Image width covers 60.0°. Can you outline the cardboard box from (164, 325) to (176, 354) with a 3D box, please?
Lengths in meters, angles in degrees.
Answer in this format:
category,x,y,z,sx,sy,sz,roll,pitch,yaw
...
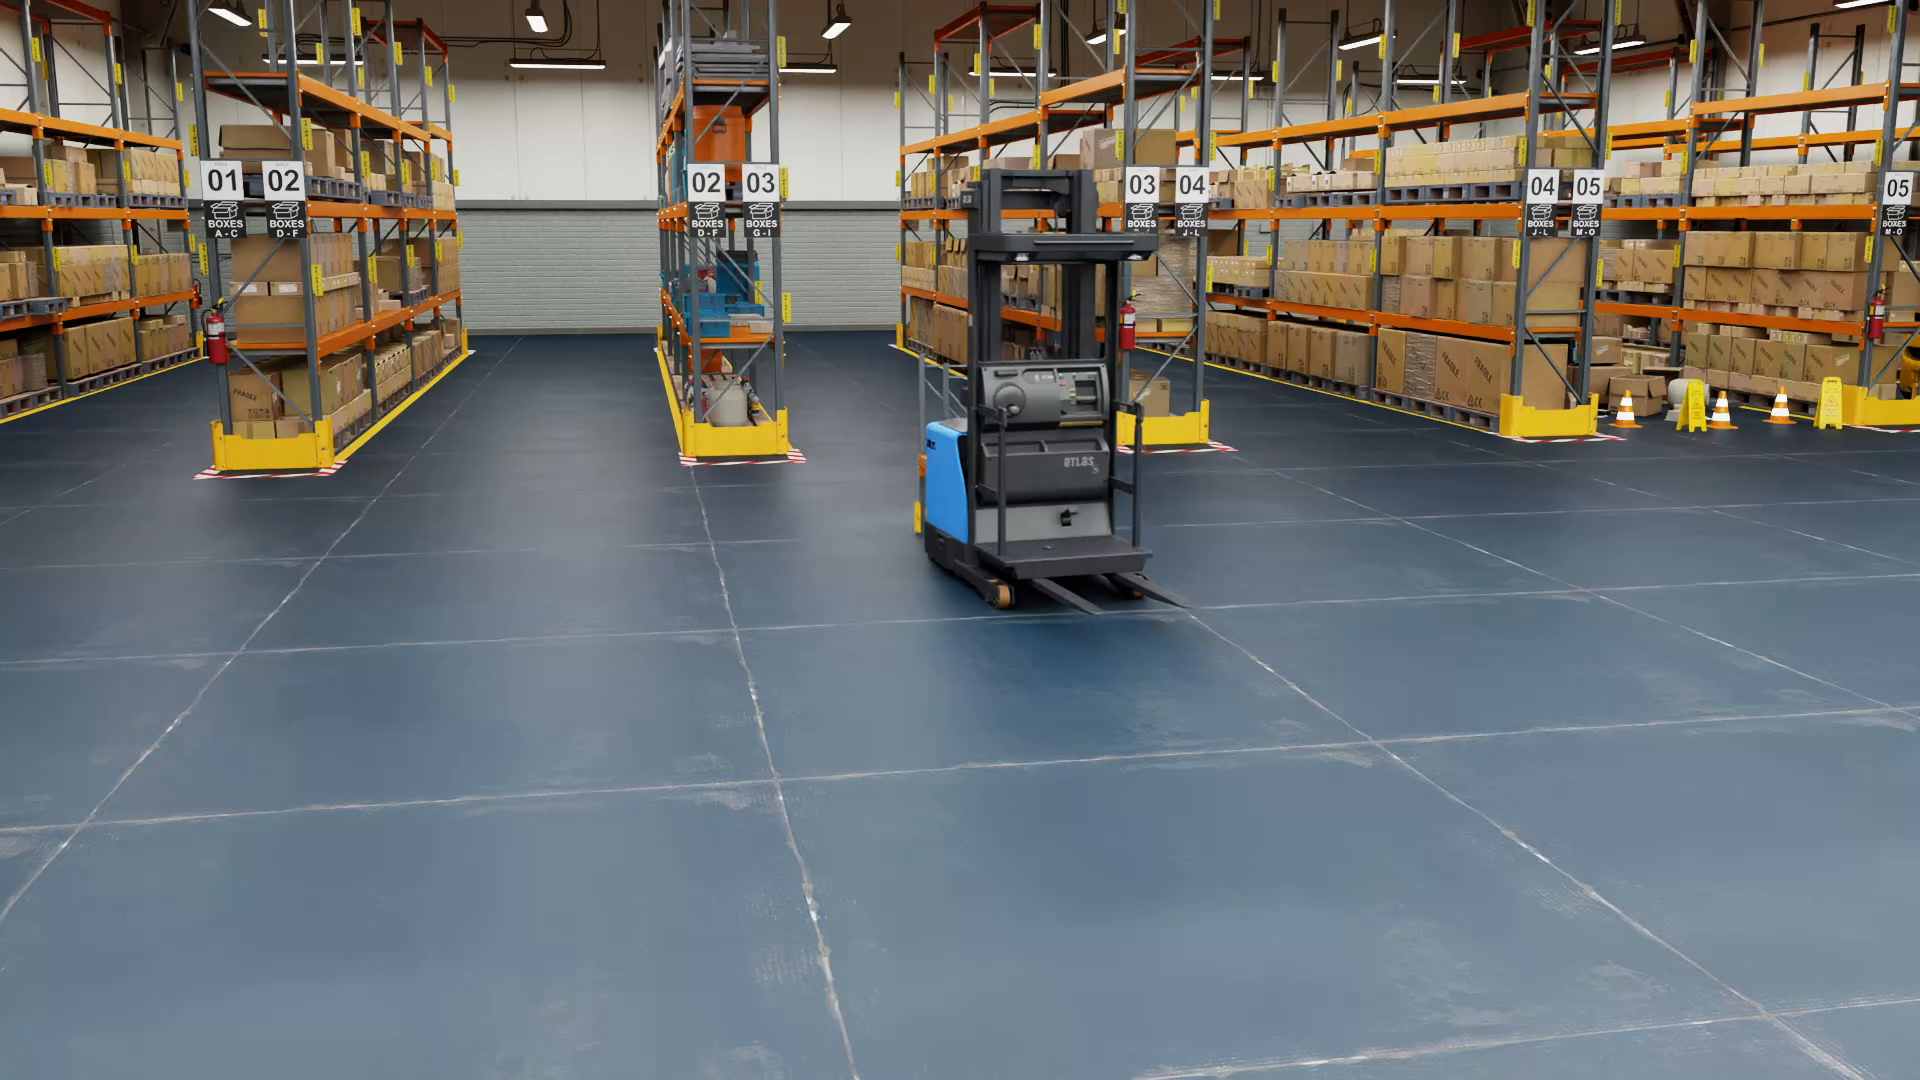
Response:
category,x,y,z,sx,sy,sz,roll,pitch,yaw
cardboard box,-14.884,-3.687,30.610,0.700,0.500,0.500,-2,11,-13

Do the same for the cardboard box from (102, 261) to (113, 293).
category,x,y,z,sx,sy,sz,roll,pitch,yaw
cardboard box,-14.000,-4.228,26.772,0.500,0.500,0.500,-2,11,-11

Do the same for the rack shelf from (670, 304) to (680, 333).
category,x,y,z,sx,sy,sz,roll,pitch,yaw
rack shelf,-3.651,-3.191,24.361,1.077,0.370,4.000,-2,11,-11

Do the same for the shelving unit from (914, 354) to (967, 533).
category,x,y,z,sx,sy,sz,roll,pitch,yaw
shelving unit,0.007,-0.726,13.499,0.587,1.500,1.083,-2,11,-12

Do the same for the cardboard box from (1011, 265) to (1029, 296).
category,x,y,z,sx,sy,sz,roll,pitch,yaw
cardboard box,1.169,-3.929,24.917,0.797,0.503,0.637,-1,11,-5

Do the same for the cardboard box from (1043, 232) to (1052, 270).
category,x,y,z,sx,sy,sz,roll,pitch,yaw
cardboard box,1.435,-3.952,22.700,0.500,0.500,0.500,-2,11,-11

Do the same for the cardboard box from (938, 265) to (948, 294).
category,x,y,z,sx,sy,sz,roll,pitch,yaw
cardboard box,-0.115,-4.780,30.522,0.500,0.500,0.500,-2,11,-11

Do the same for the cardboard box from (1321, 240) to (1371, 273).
category,x,y,z,sx,sy,sz,roll,pitch,yaw
cardboard box,6.082,-4.430,26.007,0.700,0.500,0.500,-2,11,-12

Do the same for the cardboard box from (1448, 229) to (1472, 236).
category,x,y,z,sx,sy,sz,roll,pitch,yaw
cardboard box,9.954,-6.111,33.106,0.380,0.149,0.250,-2,11,-12

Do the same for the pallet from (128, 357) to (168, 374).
category,x,y,z,sx,sy,sz,roll,pitch,yaw
pallet,-14.607,-3.057,29.191,1.003,0.211,1.213,-2,11,-11

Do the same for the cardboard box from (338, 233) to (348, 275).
category,x,y,z,sx,sy,sz,roll,pitch,yaw
cardboard box,-7.929,-3.510,20.380,0.700,0.500,0.500,-2,11,-11

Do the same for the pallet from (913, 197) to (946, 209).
category,x,y,z,sx,sy,sz,roll,pitch,yaw
pallet,-0.342,-6.628,32.713,1.003,0.211,1.213,-2,11,-11

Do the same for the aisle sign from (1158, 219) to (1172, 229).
category,x,y,z,sx,sy,sz,roll,pitch,yaw
aisle sign,4.428,-7.021,35.611,0.394,0.787,0.004,-2,11,-11

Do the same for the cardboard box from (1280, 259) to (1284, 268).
category,x,y,z,sx,sy,sz,roll,pitch,yaw
cardboard box,5.749,-4.769,28.687,0.380,0.149,0.250,-2,11,-13

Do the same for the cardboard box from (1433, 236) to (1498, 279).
category,x,y,z,sx,sy,sz,roll,pitch,yaw
cardboard box,6.821,-3.757,22.123,0.875,0.550,0.500,-2,11,-11

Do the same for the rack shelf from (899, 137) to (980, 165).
category,x,y,z,sx,sy,sz,roll,pitch,yaw
rack shelf,-0.348,-7.589,32.493,1.077,0.370,4.000,-2,11,-11

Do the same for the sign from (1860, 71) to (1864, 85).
category,x,y,z,sx,sy,sz,roll,pitch,yaw
sign,15.951,-8.137,29.459,0.100,0.325,0.005,-2,11,-11

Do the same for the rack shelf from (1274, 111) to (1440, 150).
category,x,y,z,sx,sy,sz,roll,pitch,yaw
rack shelf,6.092,-6.283,25.634,1.077,0.370,4.000,-2,11,-11

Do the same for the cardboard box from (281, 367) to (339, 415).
category,x,y,z,sx,sy,sz,roll,pitch,yaw
cardboard box,-7.329,-1.686,18.758,0.500,0.500,0.500,-2,11,-11

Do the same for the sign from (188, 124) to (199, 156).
category,x,y,z,sx,sy,sz,roll,pitch,yaw
sign,-7.878,-4.117,17.124,0.100,0.325,0.005,-2,11,-11

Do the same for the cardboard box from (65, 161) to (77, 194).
category,x,y,z,sx,sy,sz,roll,pitch,yaw
cardboard box,-14.266,-5.664,25.964,0.700,0.500,0.500,-2,11,-11

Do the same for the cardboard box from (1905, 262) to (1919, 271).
category,x,y,z,sx,sy,sz,roll,pitch,yaw
cardboard box,15.656,-4.458,27.095,0.380,0.149,0.250,-2,11,-13

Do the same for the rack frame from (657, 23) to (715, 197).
category,x,y,z,sx,sy,sz,roll,pitch,yaw
rack frame,-4.818,-7.592,29.515,1.000,3.000,0.127,-2,11,-11

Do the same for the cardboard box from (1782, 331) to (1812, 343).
category,x,y,z,sx,sy,sz,roll,pitch,yaw
cardboard box,11.501,-2.775,22.745,0.380,0.149,0.250,-2,11,-10

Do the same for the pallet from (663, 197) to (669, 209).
category,x,y,z,sx,sy,sz,roll,pitch,yaw
pallet,-4.570,-5.885,29.076,1.213,0.211,1.003,-2,11,-11

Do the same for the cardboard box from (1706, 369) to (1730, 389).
category,x,y,z,sx,sy,sz,roll,pitch,yaw
cardboard box,11.282,-2.358,24.292,0.500,0.250,0.500,-1,11,-8

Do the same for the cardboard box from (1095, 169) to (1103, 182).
category,x,y,z,sx,sy,sz,roll,pitch,yaw
cardboard box,1.846,-4.402,20.116,0.380,0.149,0.250,-2,11,-11

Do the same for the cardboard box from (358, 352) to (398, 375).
category,x,y,z,sx,sy,sz,roll,pitch,yaw
cardboard box,-8.258,-2.496,23.516,0.500,0.311,0.500,-2,11,-9

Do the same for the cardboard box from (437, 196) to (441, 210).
category,x,y,z,sx,sy,sz,roll,pitch,yaw
cardboard box,-9.622,-6.055,29.865,0.500,0.250,0.500,-2,11,-11

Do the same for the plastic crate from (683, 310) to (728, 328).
category,x,y,z,sx,sy,sz,roll,pitch,yaw
plastic crate,-2.995,-2.571,19.578,0.499,0.251,0.408,-2,11,-11

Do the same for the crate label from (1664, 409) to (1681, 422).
category,x,y,z,sx,sy,sz,roll,pitch,yaw
crate label,9.510,-1.649,21.994,0.250,0.136,0.298,-9,14,-40

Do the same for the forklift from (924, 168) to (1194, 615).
category,x,y,z,sx,sy,sz,roll,pitch,yaw
forklift,0.667,-1.058,11.417,1.130,2.935,3.031,-3,11,-18

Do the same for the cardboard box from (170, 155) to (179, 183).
category,x,y,z,sx,sy,sz,roll,pitch,yaw
cardboard box,-14.904,-6.917,30.999,0.500,0.500,0.500,-2,11,-11

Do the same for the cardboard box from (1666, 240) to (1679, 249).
category,x,y,z,sx,sy,sz,roll,pitch,yaw
cardboard box,11.260,-4.733,26.617,0.380,0.149,0.250,-1,11,-8

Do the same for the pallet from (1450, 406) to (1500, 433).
category,x,y,z,sx,sy,sz,roll,pitch,yaw
pallet,7.027,-1.559,21.325,1.003,0.211,1.213,-2,11,-11

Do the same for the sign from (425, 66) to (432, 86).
category,x,y,z,sx,sy,sz,roll,pitch,yaw
sign,-9.134,-7.970,28.581,0.100,0.325,0.005,-2,11,-11

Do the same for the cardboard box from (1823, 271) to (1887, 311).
category,x,y,z,sx,sy,sz,roll,pitch,yaw
cardboard box,11.719,-3.269,21.785,0.500,0.500,0.500,-2,11,-12

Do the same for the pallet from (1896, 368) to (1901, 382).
category,x,y,z,sx,sy,sz,roll,pitch,yaw
pallet,16.004,-2.663,27.122,1.003,0.211,1.213,-2,11,-11

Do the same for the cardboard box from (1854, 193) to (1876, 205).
category,x,y,z,sx,sy,sz,roll,pitch,yaw
cardboard box,11.751,-4.389,21.386,0.380,0.149,0.250,-2,11,-11

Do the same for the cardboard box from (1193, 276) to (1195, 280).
category,x,y,z,sx,sy,sz,roll,pitch,yaw
cardboard box,4.551,-4.980,31.389,0.380,0.149,0.250,-3,11,-14

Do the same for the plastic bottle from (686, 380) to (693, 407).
category,x,y,z,sx,sy,sz,roll,pitch,yaw
plastic bottle,-3.475,-1.894,21.534,0.144,0.351,0.185,-3,11,-13

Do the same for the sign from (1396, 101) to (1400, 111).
category,x,y,z,sx,sy,sz,roll,pitch,yaw
sign,9.518,-9.381,36.204,0.100,0.325,0.005,-2,11,-11

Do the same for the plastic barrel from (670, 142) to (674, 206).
category,x,y,z,sx,sy,sz,roll,pitch,yaw
plastic barrel,-3.828,-5.222,23.749,0.600,0.901,0.708,-2,11,-11

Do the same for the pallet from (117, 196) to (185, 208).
category,x,y,z,sx,sy,sz,roll,pitch,yaw
pallet,-15.159,-6.312,31.052,1.003,0.211,1.213,-2,11,-11

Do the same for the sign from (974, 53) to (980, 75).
category,x,y,z,sx,sy,sz,roll,pitch,yaw
sign,0.275,-7.554,26.395,0.100,0.325,0.005,-2,11,-11

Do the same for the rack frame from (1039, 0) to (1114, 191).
category,x,y,z,sx,sy,sz,roll,pitch,yaw
rack frame,1.596,-6.304,22.752,1.000,3.000,0.127,-2,11,-11

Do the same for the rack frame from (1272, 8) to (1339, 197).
category,x,y,z,sx,sy,sz,roll,pitch,yaw
rack frame,5.703,-7.200,27.457,1.000,3.000,0.127,-2,11,-11

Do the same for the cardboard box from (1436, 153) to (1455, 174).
category,x,y,z,sx,sy,sz,roll,pitch,yaw
cardboard box,6.599,-4.943,21.836,0.500,0.250,0.500,-2,11,-10

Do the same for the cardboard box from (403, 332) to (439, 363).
category,x,y,z,sx,sy,sz,roll,pitch,yaw
cardboard box,-9.212,-3.282,28.427,0.500,0.500,0.500,-2,11,-11

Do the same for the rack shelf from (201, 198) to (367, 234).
category,x,y,z,sx,sy,sz,roll,pitch,yaw
rack shelf,-7.732,-3.751,19.284,1.077,0.370,4.000,-2,11,-11

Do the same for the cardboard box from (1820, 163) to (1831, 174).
category,x,y,z,sx,sy,sz,roll,pitch,yaw
cardboard box,11.661,-4.920,22.043,0.380,0.149,0.250,-2,11,-11

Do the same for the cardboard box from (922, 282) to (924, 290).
category,x,y,z,sx,sy,sz,roll,pitch,yaw
cardboard box,-0.541,-4.934,32.268,0.380,0.149,0.250,-2,11,-10

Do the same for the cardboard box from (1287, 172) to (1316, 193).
category,x,y,z,sx,sy,sz,roll,pitch,yaw
cardboard box,5.628,-5.797,26.958,0.500,0.311,0.500,-2,11,-11
